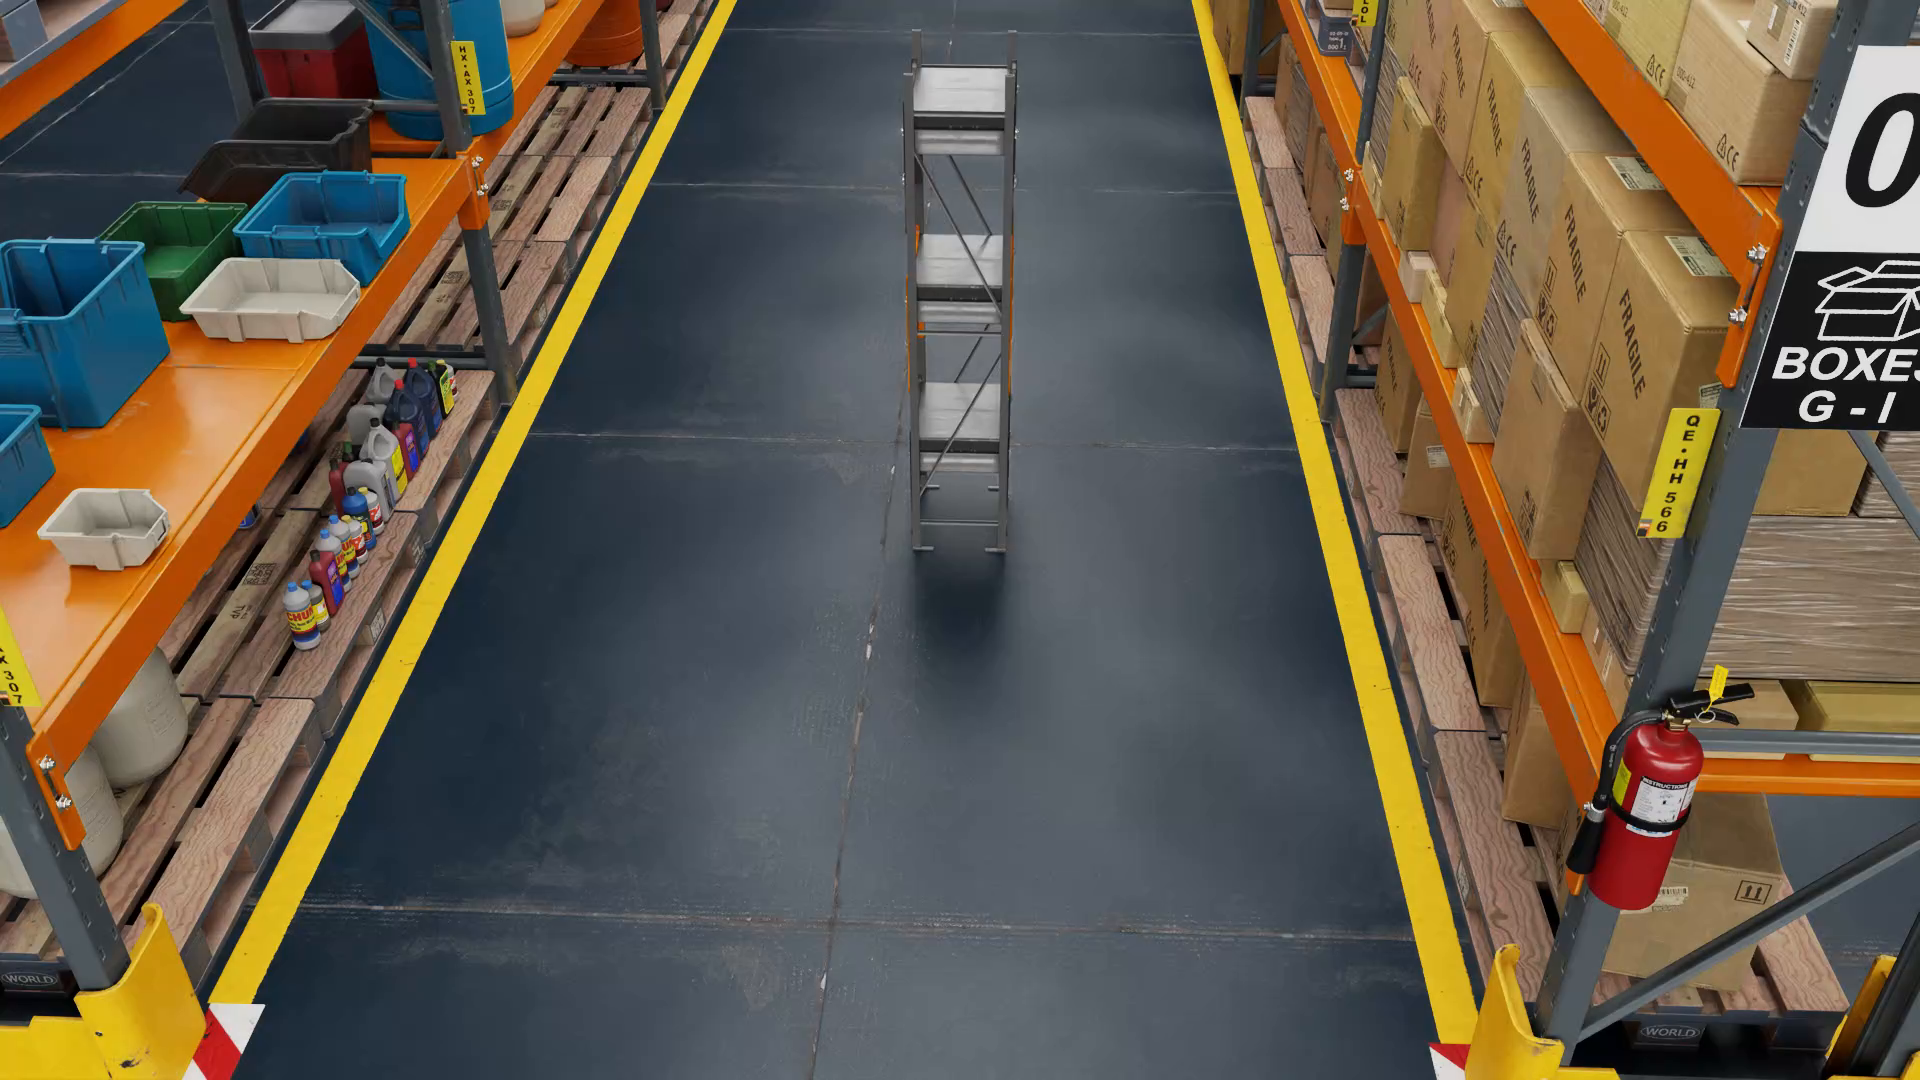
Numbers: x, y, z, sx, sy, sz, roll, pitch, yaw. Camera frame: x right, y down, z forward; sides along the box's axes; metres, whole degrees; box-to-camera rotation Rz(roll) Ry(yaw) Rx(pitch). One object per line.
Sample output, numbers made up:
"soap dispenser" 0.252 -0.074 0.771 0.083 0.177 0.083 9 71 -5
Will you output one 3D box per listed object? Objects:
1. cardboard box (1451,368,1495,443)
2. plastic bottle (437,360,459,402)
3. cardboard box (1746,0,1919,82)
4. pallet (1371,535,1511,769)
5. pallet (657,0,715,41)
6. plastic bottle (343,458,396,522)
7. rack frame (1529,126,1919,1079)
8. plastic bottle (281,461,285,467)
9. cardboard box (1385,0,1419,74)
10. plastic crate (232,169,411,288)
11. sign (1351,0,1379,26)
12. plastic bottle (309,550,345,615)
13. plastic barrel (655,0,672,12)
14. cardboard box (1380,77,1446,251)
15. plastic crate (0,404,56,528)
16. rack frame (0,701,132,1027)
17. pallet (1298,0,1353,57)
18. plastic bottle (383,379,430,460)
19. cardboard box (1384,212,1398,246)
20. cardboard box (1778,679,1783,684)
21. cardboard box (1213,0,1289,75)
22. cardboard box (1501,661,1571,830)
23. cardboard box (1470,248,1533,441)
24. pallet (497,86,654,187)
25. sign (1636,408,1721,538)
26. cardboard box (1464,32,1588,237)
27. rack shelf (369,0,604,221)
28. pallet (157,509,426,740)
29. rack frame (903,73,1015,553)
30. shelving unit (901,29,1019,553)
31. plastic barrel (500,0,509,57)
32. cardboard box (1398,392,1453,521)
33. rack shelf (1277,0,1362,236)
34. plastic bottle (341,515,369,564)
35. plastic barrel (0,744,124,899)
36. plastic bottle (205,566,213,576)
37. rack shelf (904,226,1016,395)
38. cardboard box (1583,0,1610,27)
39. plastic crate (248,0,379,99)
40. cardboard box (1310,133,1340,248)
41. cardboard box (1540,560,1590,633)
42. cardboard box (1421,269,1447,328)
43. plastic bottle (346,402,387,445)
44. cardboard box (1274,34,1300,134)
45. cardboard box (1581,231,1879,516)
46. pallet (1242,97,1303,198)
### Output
"cardboard box" 1.849 -0.442 5.489 0.380 0.149 0.250 1 35 2
"plastic bottle" -2.403 -0.744 7.751 0.097 0.201 0.097 0 35 0
"cardboard box" 1.787 -1.008 3.250 0.380 0.149 0.250 1 35 2
"pallet" 2.211 0.420 6.469 1.003 0.211 1.213 1 35 2
"pallet" -2.498 -4.235 13.092 1.003 0.211 1.213 1 35 2
"plastic bottle" -2.469 -0.224 6.947 0.152 0.276 0.135 2 35 3
"rack frame" 2.088 0.488 3.947 1.000 3.000 0.127 1 35 2
"plastic bottle" -3.032 -0.448 7.269 0.097 0.271 0.097 0 35 0
"cardboard box" 1.977 -2.129 6.456 0.500 0.500 0.500 1 35 2
"plastic crate" -2.473 -1.222 6.509 0.499 0.251 0.616 1 35 2
"sign" 1.694 -2.295 6.899 0.100 0.325 0.005 1 35 2
"plastic bottle" -2.449 0.141 6.421 0.061 0.283 0.133 2 35 3
"plastic barrel" -2.492 -4.338 12.546 0.600 0.588 0.708 1 35 2
"cardboard box" 2.114 -1.429 6.329 0.875 0.500 0.500 1 35 2
"plastic crate" -3.108 -0.233 5.102 0.499 0.251 0.408 1 35 2
"rack frame" -2.861 0.374 4.110 1.000 3.000 0.127 1 35 2
"pallet" 2.371 -2.892 8.923 1.003 0.211 1.213 1 35 2
"plastic bottle" -2.446 -0.534 7.322 0.144 0.351 0.185 0 35 0
"cardboard box" 1.934 -1.303 6.714 0.380 0.149 0.250 1 35 2
"cardboard box" 2.367 0.289 4.448 0.380 0.149 0.250 1 35 2
"cardboard box" 2.458 -3.807 11.541 1.225 0.875 0.875 0 35 0
"cardboard box" 2.120 0.636 5.545 0.500 0.500 0.500 10 36 14
"cardboard box" 2.101 -0.566 5.101 0.875 0.500 0.500 1 35 2
"pallet" -2.609 -2.638 10.820 1.003 0.211 1.213 1 35 2
"sign" 1.534 -0.139 3.558 0.100 0.325 0.005 1 35 2
"cardboard box" 1.928 -1.267 5.229 0.500 0.500 0.500 1 35 2
"rack shelf" -2.620 -2.779 9.222 1.077 0.370 4.000 1 35 2
"pallet" -2.815 0.304 6.634 1.003 0.211 1.213 1 35 2
"rack frame" -0.003 -0.814 6.582 0.400 2.100 0.015 1 35 2
"shelving unit" 0.007 -0.954 6.782 0.431 2.100 0.503 1 35 2
"plastic barrel" -2.443 -2.525 8.116 0.433 0.535 0.433 0 35 0
"cardboard box" 2.177 -0.401 7.021 0.500 0.500 0.500 12 37 17
"rack shelf" 2.329 -2.665 9.059 1.077 0.370 4.000 1 35 2
"plastic bottle" -2.455 -0.007 6.703 0.097 0.201 0.097 0 35 0
"plastic barrel" -2.911 0.840 5.245 0.421 0.512 0.421 0 35 0
"plastic bottle" -3.057 0.041 6.633 0.097 0.201 0.097 0 35 0
"rack shelf" 0.007 -0.943 6.789 0.431 0.518 0.480 1 35 2
"cardboard box" 1.900 -1.542 4.357 0.500 0.250 0.500 2 35 3
"plastic crate" -2.987 -2.236 7.767 0.402 0.464 0.583 1 35 2
"cardboard box" 2.355 -1.915 9.157 0.700 0.500 0.500 -2 35 -2
"cardboard box" 1.863 0.134 4.669 0.380 0.149 0.250 1 35 2
"cardboard box" 1.914 -0.872 6.101 0.380 0.149 0.250 1 35 2
"plastic bottle" -2.595 -0.492 7.328 0.152 0.276 0.135 1 35 2
"cardboard box" 2.402 -2.880 10.531 0.700 0.500 0.500 0 35 -1
"cardboard box" 1.863 -0.405 4.003 0.500 0.500 0.500 1 35 2
"pallet" 2.377 -2.519 10.650 1.003 0.211 1.213 1 35 2
